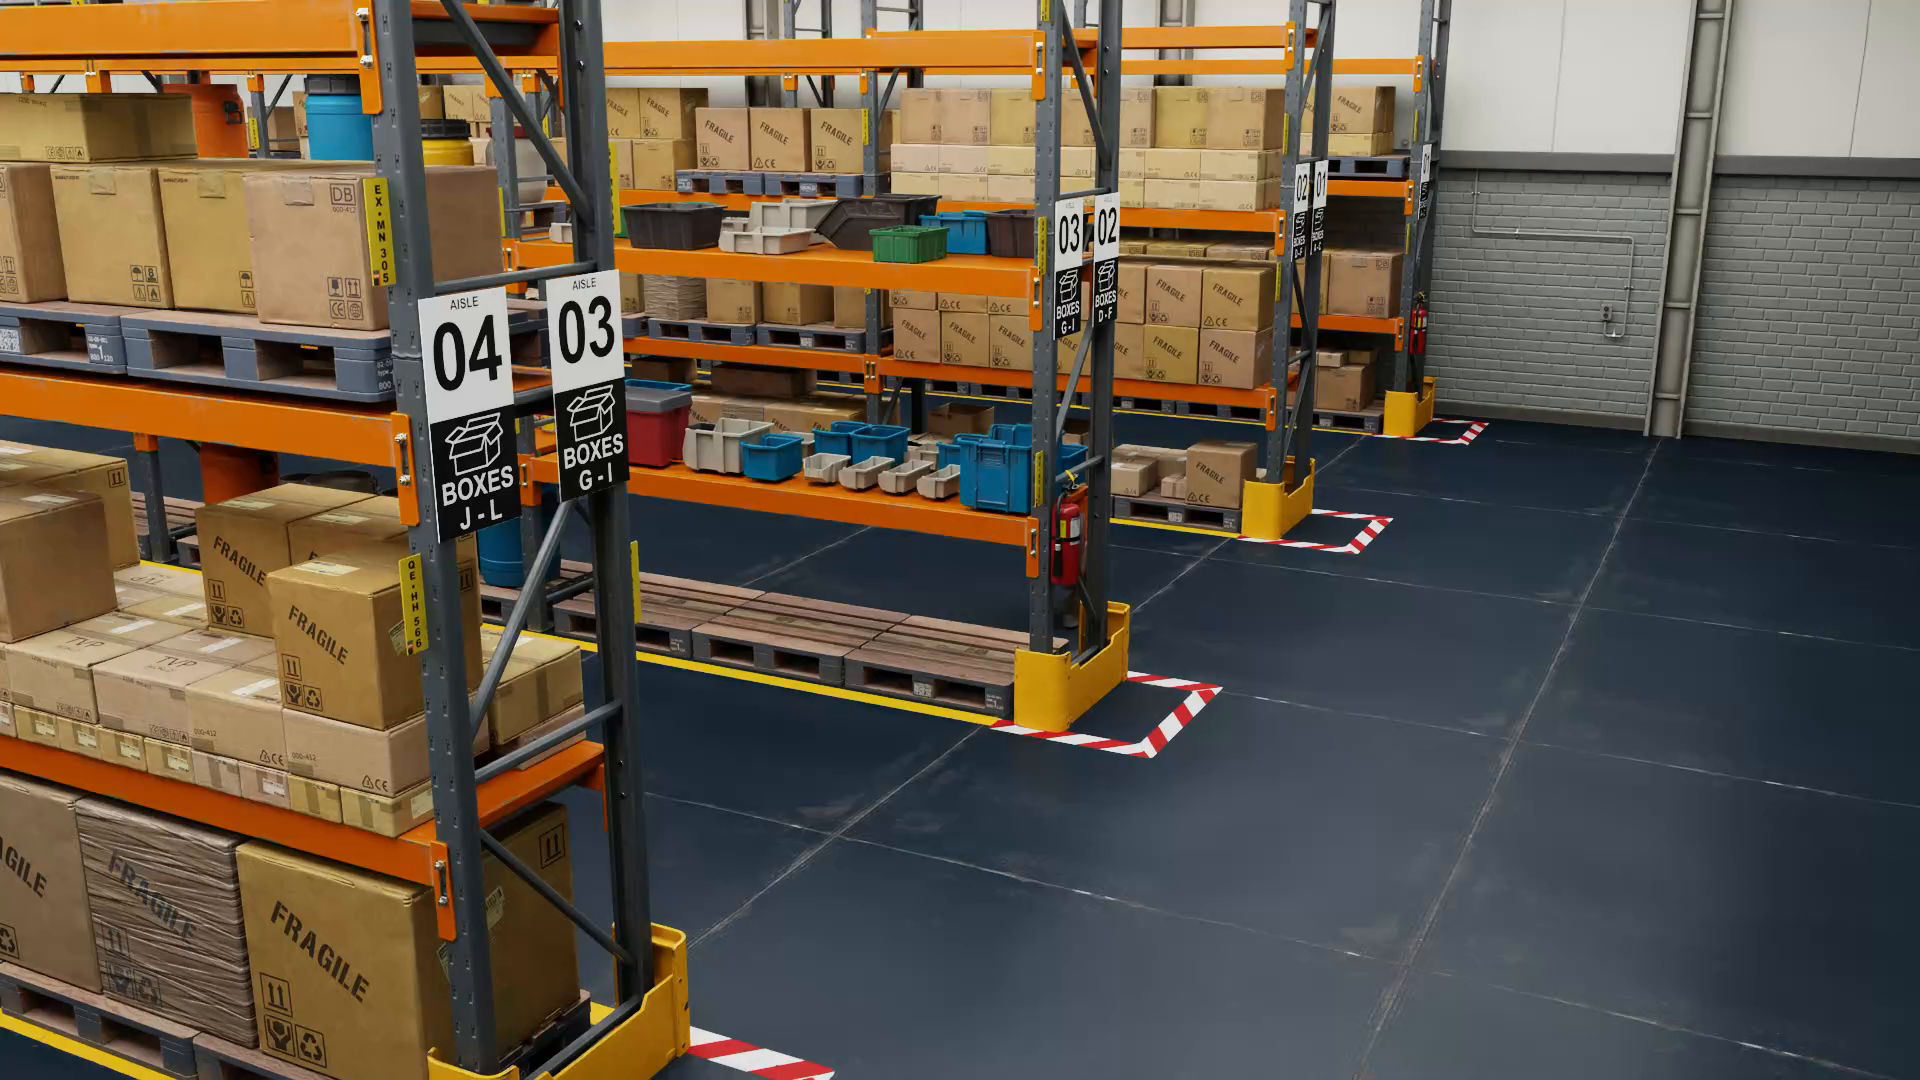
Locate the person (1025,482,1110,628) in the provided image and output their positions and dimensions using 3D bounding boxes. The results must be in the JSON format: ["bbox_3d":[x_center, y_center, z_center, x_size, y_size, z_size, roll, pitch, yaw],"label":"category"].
[{"bbox_3d":[0.793,0.091,12.349,0.612,0.980,0.901,8,17,26],"label":"person"}]
